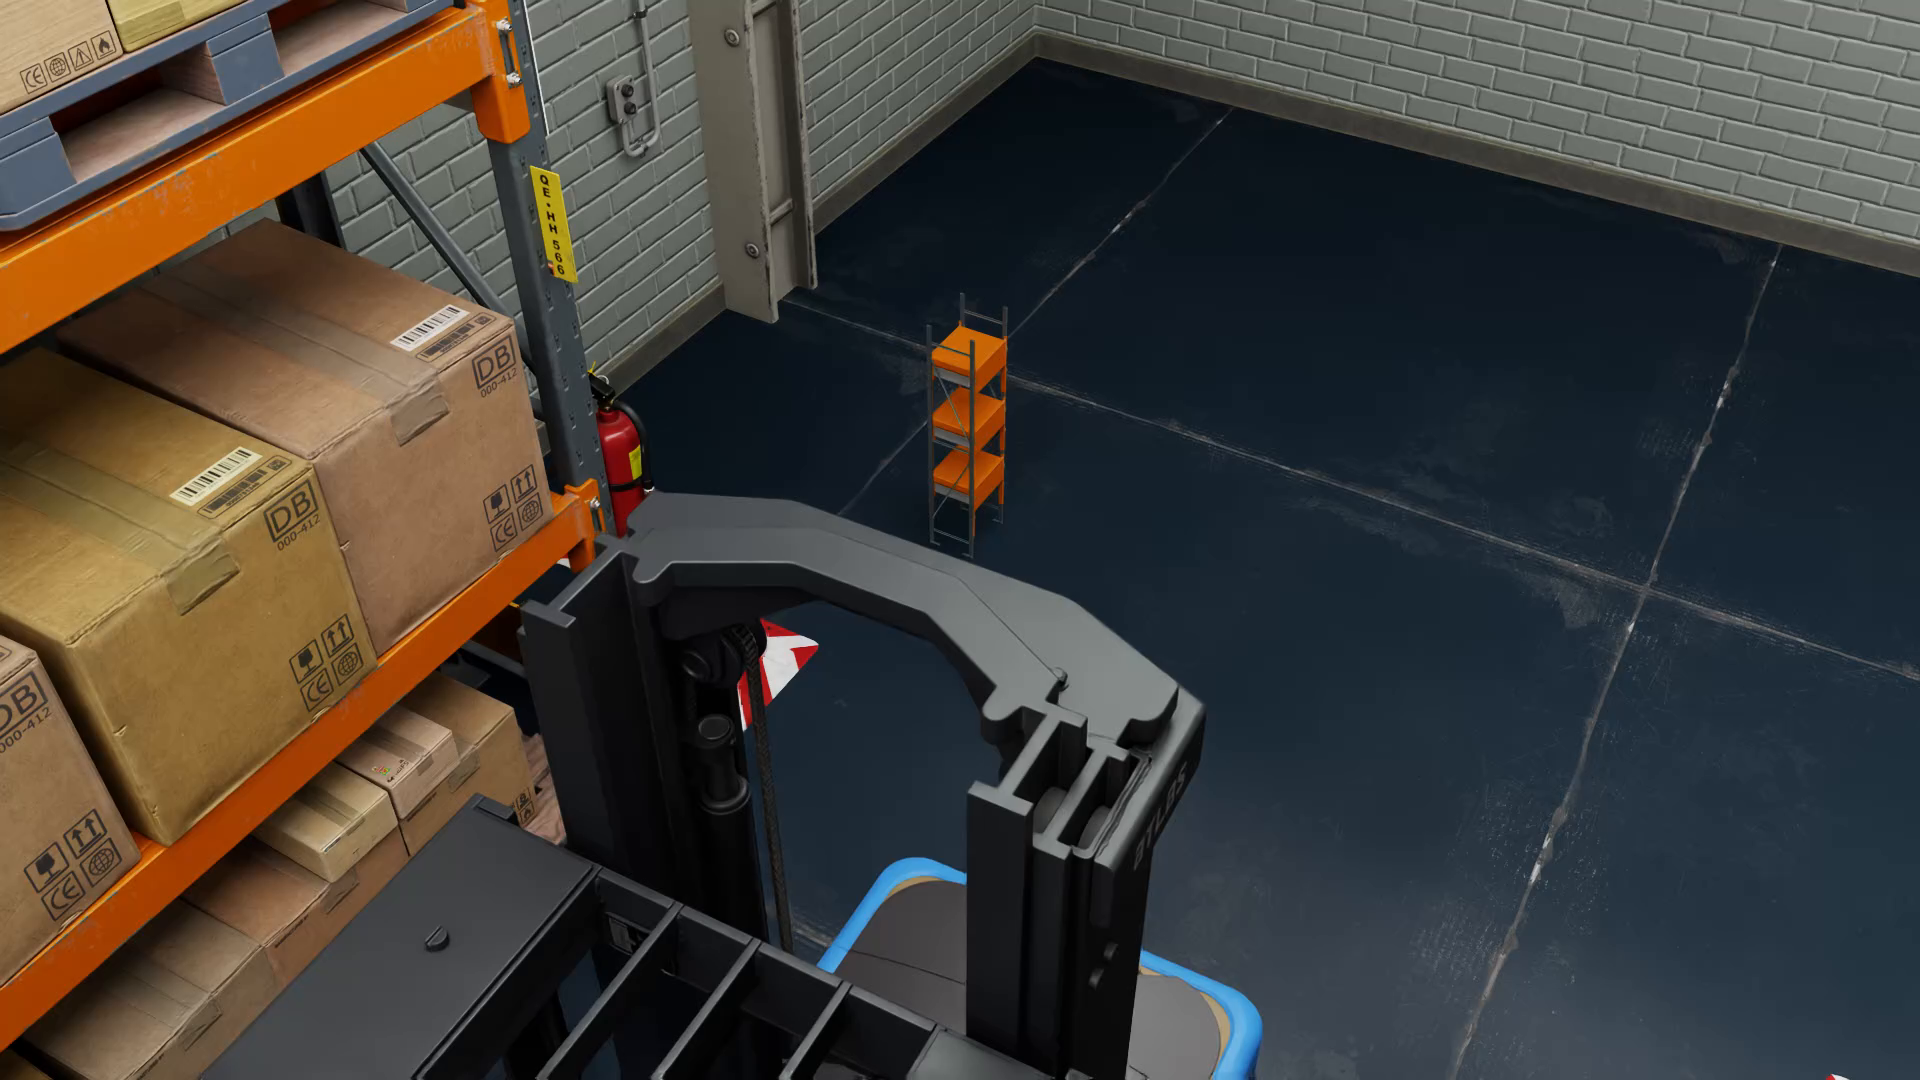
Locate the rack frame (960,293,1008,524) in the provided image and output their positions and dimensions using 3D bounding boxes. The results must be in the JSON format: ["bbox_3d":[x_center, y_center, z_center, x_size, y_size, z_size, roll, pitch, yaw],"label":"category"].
[{"bbox_3d":[0.088,-0.494,6.517,0.200,1.050,0.008,21,45,22],"label":"rack frame"}]

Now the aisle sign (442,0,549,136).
[{"bbox_3d":[-1.233,-1.406,4.109,0.394,0.787,0.004,21,45,22],"label":"aisle sign"}]

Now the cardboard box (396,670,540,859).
[{"bbox_3d":[-1.793,0.726,5.229,0.700,0.500,0.500,21,45,22],"label":"cardboard box"}]

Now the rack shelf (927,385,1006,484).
[{"bbox_3d":[0.027,-0.417,6.445,0.215,0.259,0.240,21,45,22],"label":"rack shelf"}]

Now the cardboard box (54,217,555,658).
[{"bbox_3d":[-1.776,-0.305,4.600,0.980,0.700,0.700,23,46,24],"label":"cardboard box"}]

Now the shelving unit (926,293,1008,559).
[{"bbox_3d":[0.027,-0.425,6.438,0.215,1.050,0.252,21,45,22],"label":"shelving unit"}]

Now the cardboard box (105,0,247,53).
[{"bbox_3d":[-1.666,-1.246,3.345,0.500,0.250,0.500,22,46,23],"label":"cardboard box"}]

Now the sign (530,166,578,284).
[{"bbox_3d":[-1.066,-0.824,4.361,0.100,0.325,0.005,21,45,22],"label":"sign"}]

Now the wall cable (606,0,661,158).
[{"bbox_3d":[-1.707,-1.915,5.886,0.084,1.984,1.851,21,45,22],"label":"wall cable"}]

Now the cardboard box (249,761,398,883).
[{"bbox_3d":[-1.827,0.763,4.697,0.380,0.149,0.250,22,46,23],"label":"cardboard box"}]

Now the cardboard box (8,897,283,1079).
[{"bbox_3d":[-2.294,1.300,4.577,0.700,0.500,0.500,19,45,21],"label":"cardboard box"}]

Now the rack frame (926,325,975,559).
[{"bbox_3d":[-0.034,-0.355,6.359,0.200,1.050,0.008,21,45,22],"label":"rack frame"}]

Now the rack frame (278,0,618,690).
[{"bbox_3d":[-1.529,-0.488,5.035,1.000,3.000,0.127,21,45,22],"label":"rack frame"}]

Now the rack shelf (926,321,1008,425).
[{"bbox_3d":[0.027,-0.630,6.257,0.215,0.259,0.240,21,45,22],"label":"rack shelf"}]

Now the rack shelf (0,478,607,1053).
[{"bbox_3d":[-2.530,0.926,3.973,1.077,0.370,4.000,21,45,22],"label":"rack shelf"}]

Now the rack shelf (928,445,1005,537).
[{"bbox_3d":[0.027,-0.208,6.628,0.215,0.259,0.240,21,45,22],"label":"rack shelf"}]

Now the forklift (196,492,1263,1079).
[{"bbox_3d":[-0.409,1.501,2.828,1.130,2.935,3.031,19,45,21],"label":"forklift"}]

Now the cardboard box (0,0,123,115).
[{"bbox_3d":[-1.925,-0.948,3.007,0.500,0.250,0.500,19,45,21],"label":"cardboard box"}]

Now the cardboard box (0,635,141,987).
[{"bbox_3d":[-2.520,0.548,3.631,0.980,0.700,0.700,19,45,20],"label":"cardboard box"}]

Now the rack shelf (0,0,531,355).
[{"bbox_3d":[-2.530,-0.199,2.981,1.077,0.370,4.000,21,45,22],"label":"rack shelf"}]

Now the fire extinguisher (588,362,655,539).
[{"bbox_3d":[-1.054,-0.253,5.108,0.296,0.674,0.183,21,45,22],"label":"fire extinguisher"}]

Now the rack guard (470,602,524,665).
[{"bbox_3d":[-1.517,0.436,5.876,1.175,0.500,0.348,21,45,22],"label":"rack guard"}]

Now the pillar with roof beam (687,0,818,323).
[{"bbox_3d":[2.800,-3.147,3.514,9.100,9.000,0.400,21,45,22],"label":"pillar with roof beam"}]

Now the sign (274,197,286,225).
[{"bbox_3d":[-2.007,-1.030,4.935,0.100,0.325,0.005,21,45,22],"label":"sign"}]

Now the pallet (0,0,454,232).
[{"bbox_3d":[-1.891,-1.153,3.587,1.003,0.211,1.213,21,45,22],"label":"pallet"}]

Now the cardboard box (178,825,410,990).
[{"bbox_3d":[-2.043,1.012,4.904,0.700,0.500,0.500,21,45,22],"label":"cardboard box"}]

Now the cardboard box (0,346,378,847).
[{"bbox_3d":[-2.130,0.114,4.123,0.980,0.700,0.700,21,45,22],"label":"cardboard box"}]

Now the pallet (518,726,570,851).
[{"bbox_3d":[-1.861,1.042,5.407,1.003,0.211,1.213,21,45,22],"label":"pallet"}]

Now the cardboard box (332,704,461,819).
[{"bbox_3d":[-1.699,0.616,4.863,0.380,0.149,0.250,20,45,22],"label":"cardboard box"}]
